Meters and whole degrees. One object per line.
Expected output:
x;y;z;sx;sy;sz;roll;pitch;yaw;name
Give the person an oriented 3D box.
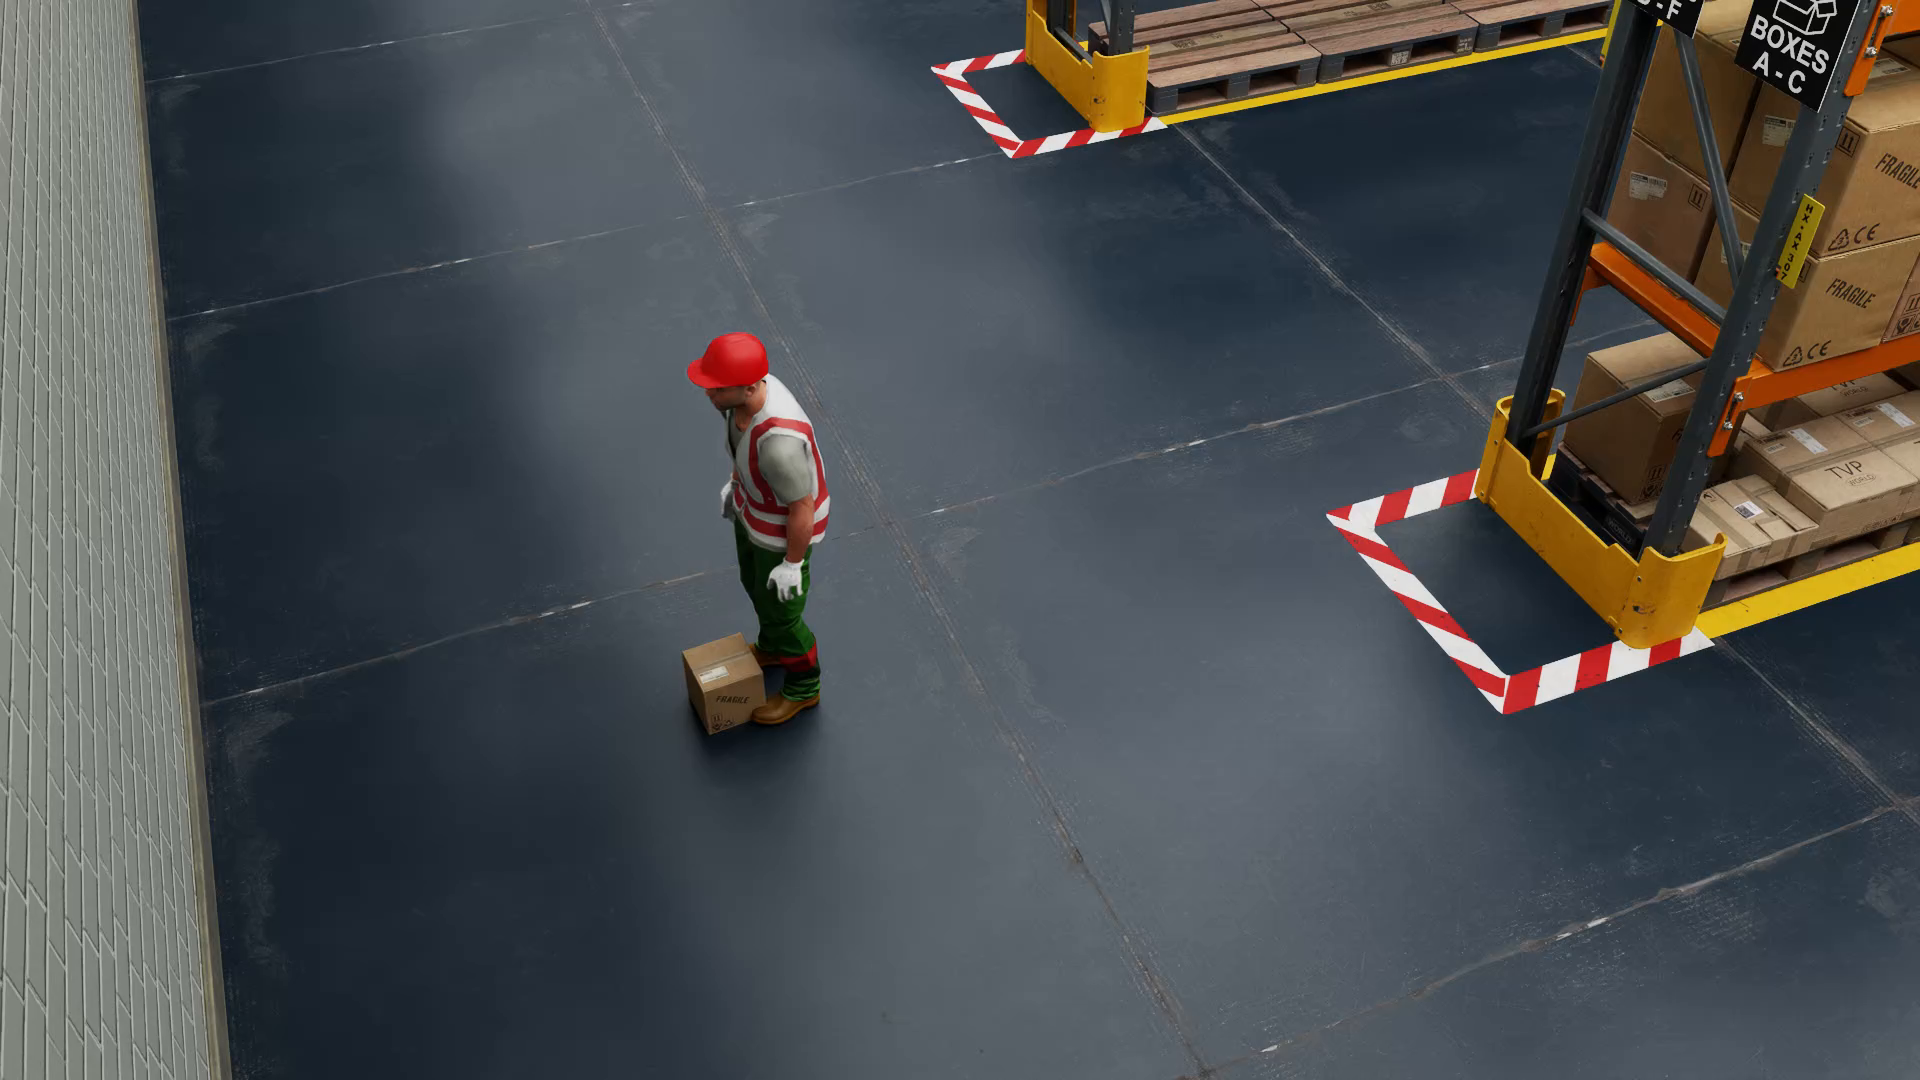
-0.724;-0.046;6.199;0.448;1.780;0.620;-18;44;-19;person
